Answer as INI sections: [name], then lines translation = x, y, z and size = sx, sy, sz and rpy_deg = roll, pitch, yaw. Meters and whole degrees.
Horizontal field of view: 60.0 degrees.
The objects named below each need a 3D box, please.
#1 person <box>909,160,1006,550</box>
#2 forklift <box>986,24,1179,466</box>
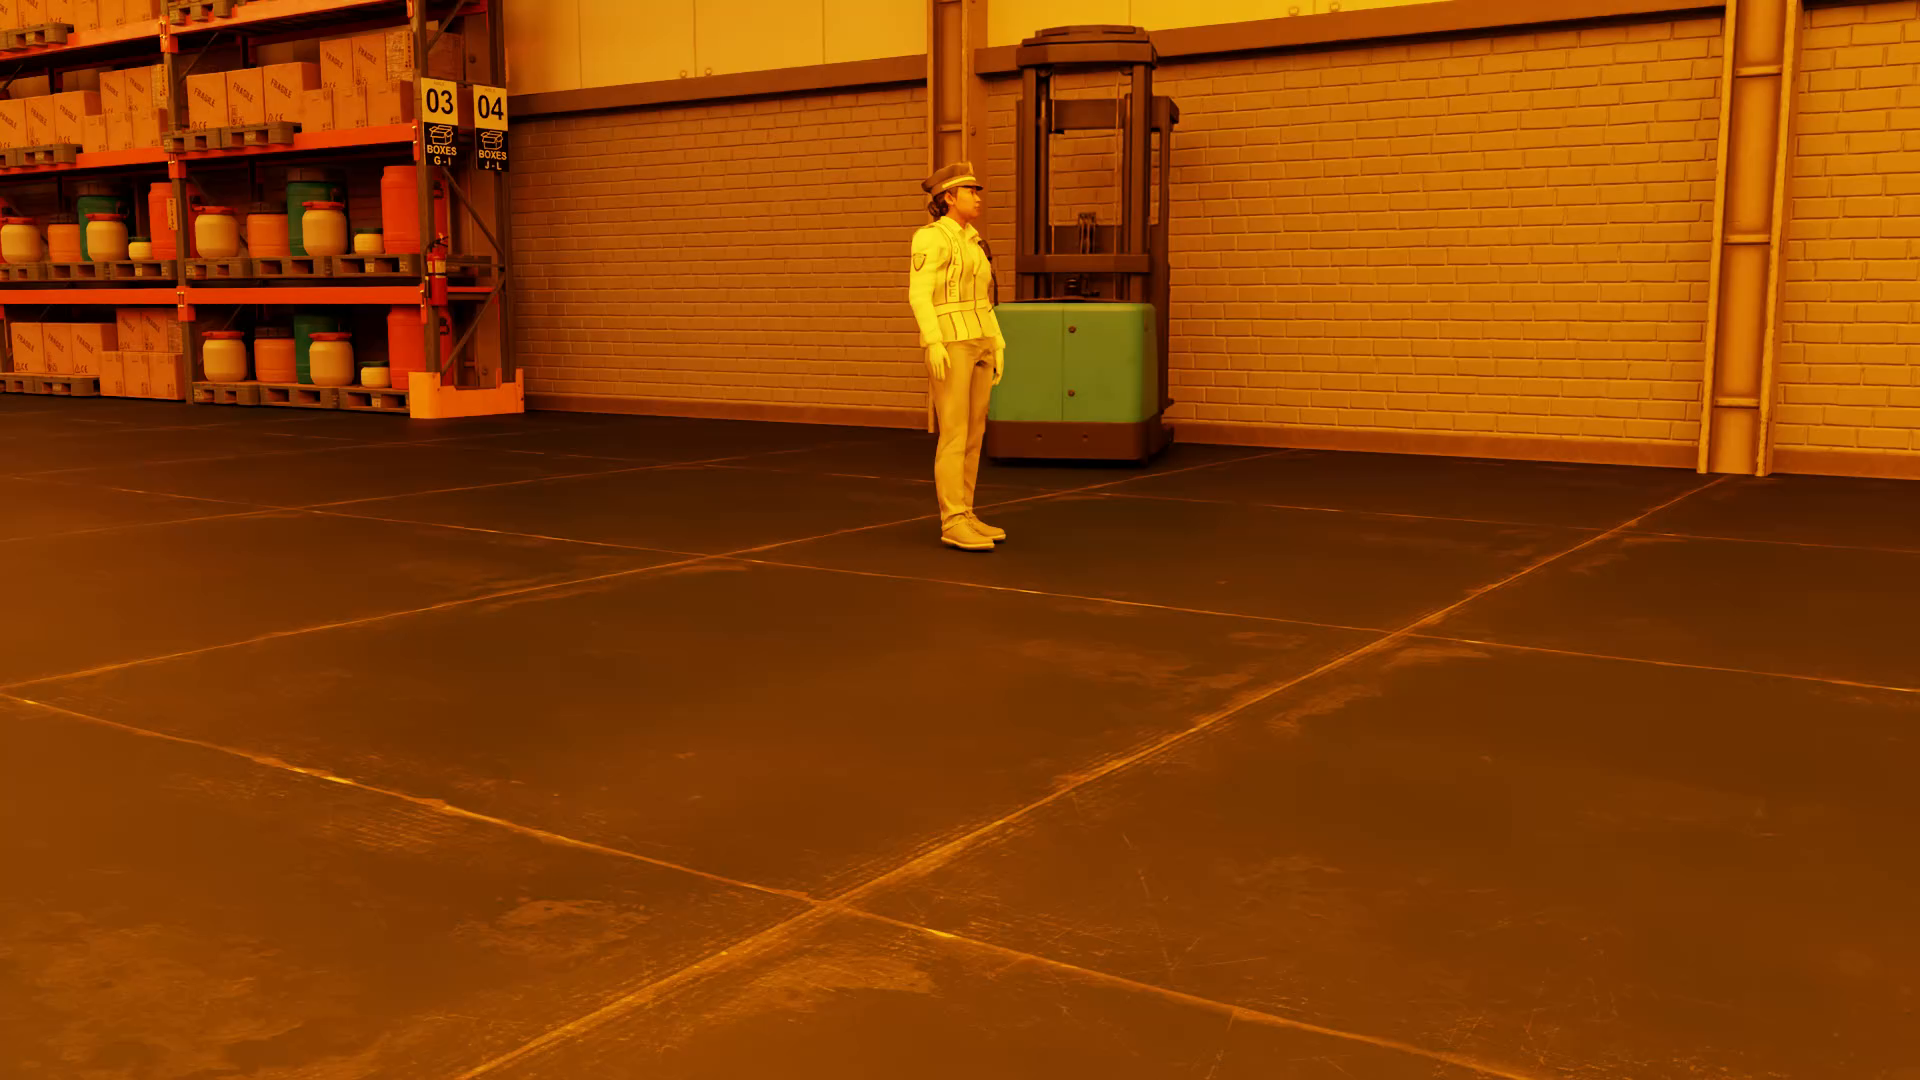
[person]
translation = 0.053, -0.840, 7.440
size = 0.531, 1.695, 0.587
rpy_deg = 5, 10, 34
[forklift]
translation = 0.989, -2.116, 12.070
size = 1.130, 2.935, 3.031
rpy_deg = 2, 8, 12
